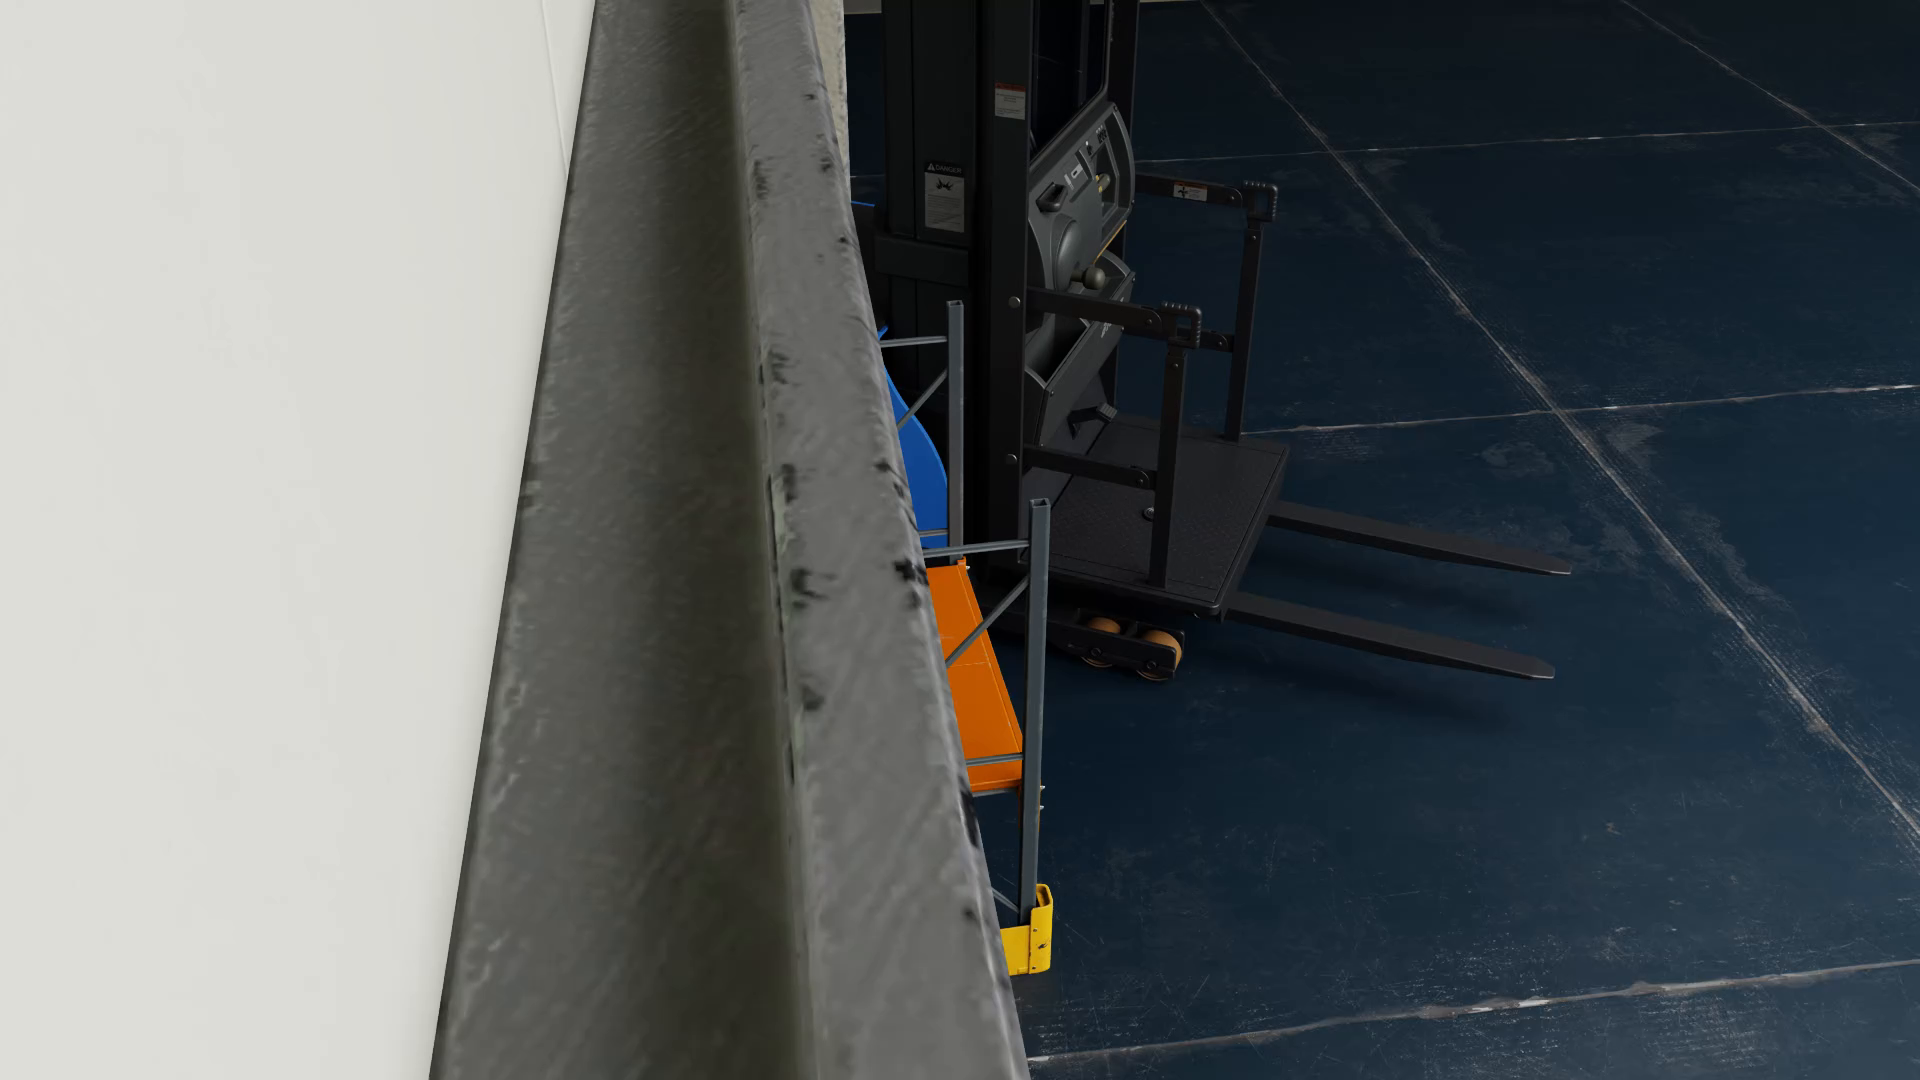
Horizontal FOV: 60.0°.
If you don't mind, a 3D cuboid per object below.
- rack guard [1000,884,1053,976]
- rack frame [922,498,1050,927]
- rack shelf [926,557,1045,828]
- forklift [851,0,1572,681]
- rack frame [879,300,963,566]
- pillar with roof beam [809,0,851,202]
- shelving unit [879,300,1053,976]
[{"bbox_3d":[-0.047,1.077,4.448,0.587,0.250,0.087,-6,35,-9],"label":"rack guard"},{"bbox_3d":[-0.047,0.561,4.095,0.500,1.500,0.032,-6,35,-9],"label":"rack frame"},{"bbox_3d":[-0.143,0.428,4.609,0.538,0.185,1.000,-6,35,-9],"label":"rack shelf"},{"bbox_3d":[0.578,-1.081,5.234,3.031,2.935,1.130,13,36,18],"label":"forklift"},{"bbox_3d":[-0.239,-0.001,4.920,0.500,1.500,0.032,-6,35,-9],"label":"rack frame"},{"bbox_3d":[3.909,-2.664,2.168,9.100,9.000,0.400,-4,35,-6],"label":"pillar with roof beam"},{"bbox_3d":[-0.141,0.285,4.500,0.587,1.500,1.083,-6,35,-9],"label":"shelving unit"}]
